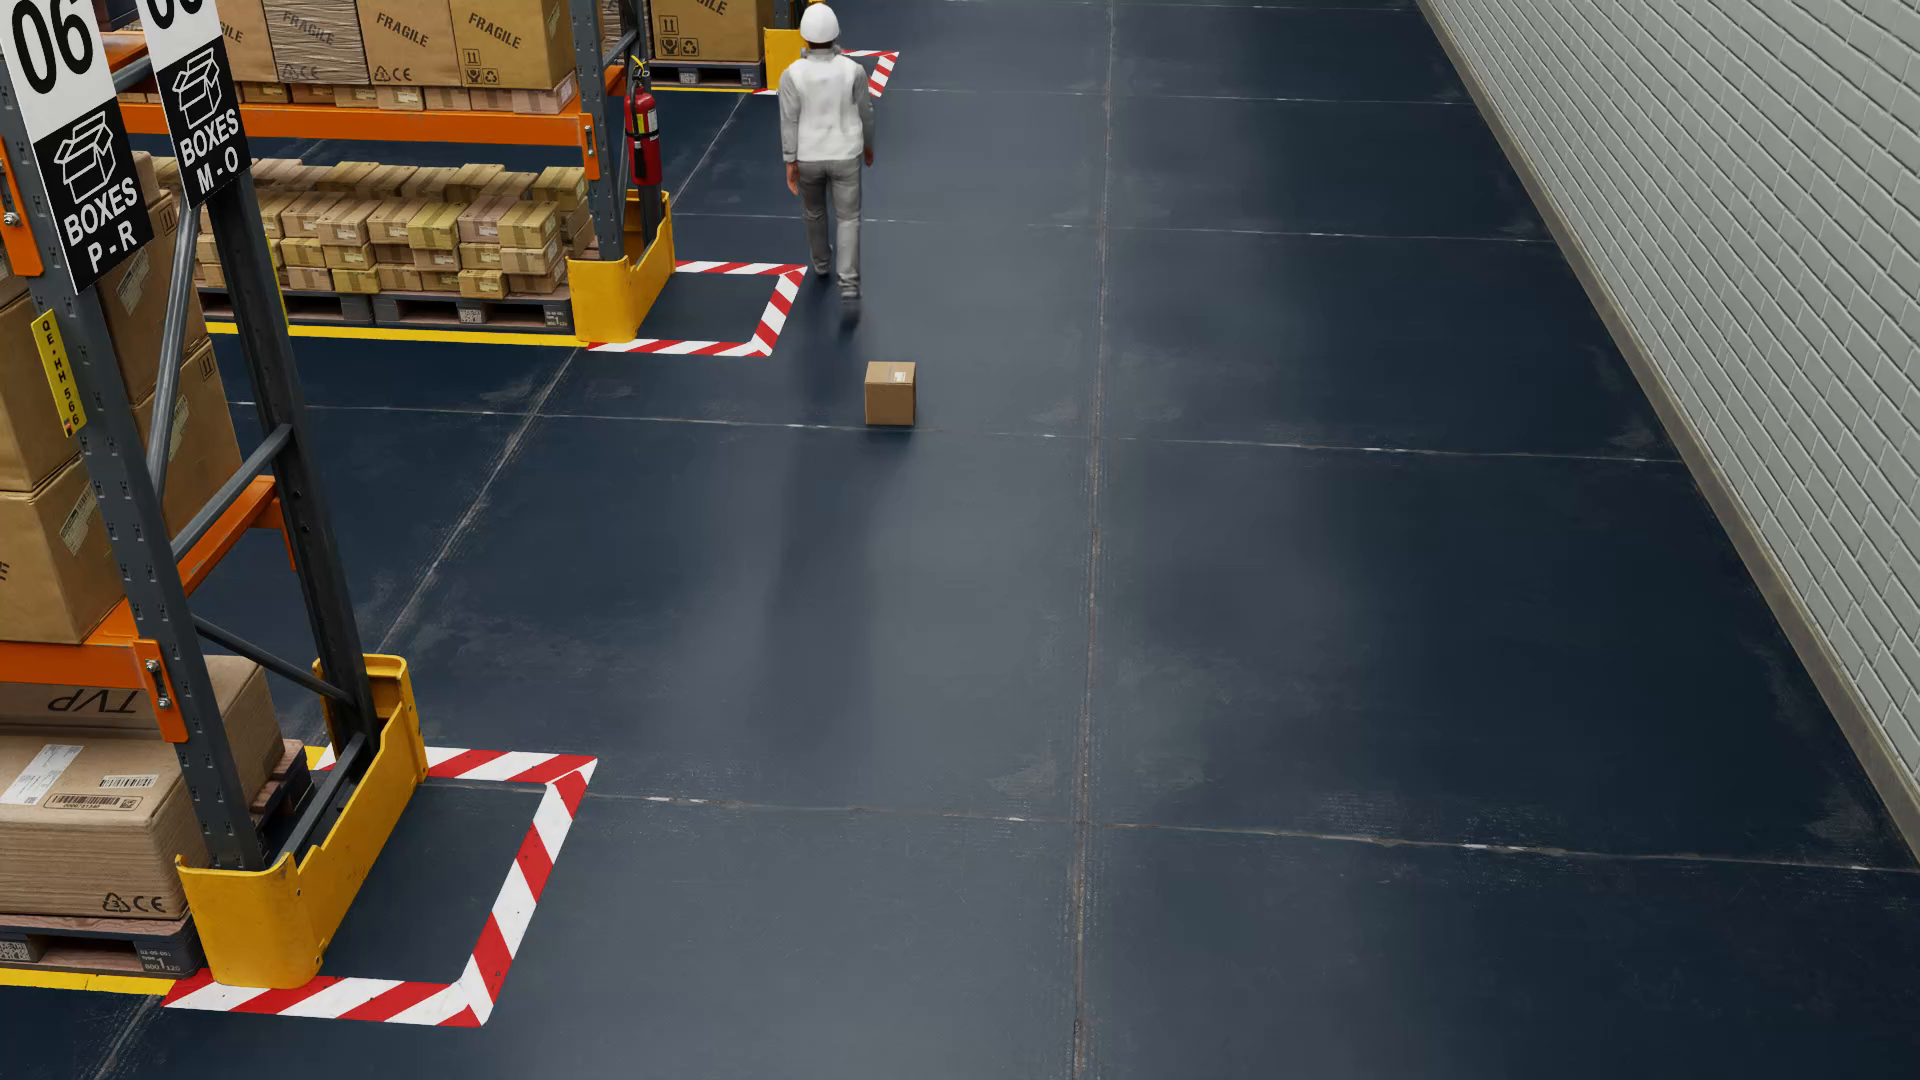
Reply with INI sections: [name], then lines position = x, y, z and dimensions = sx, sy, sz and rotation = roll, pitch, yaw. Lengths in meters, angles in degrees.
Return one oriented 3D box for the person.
[person]
position = -0.774, -2.290, 9.817
dimensions = 0.547, 1.728, 1.012
rotation = -1, 32, -2
